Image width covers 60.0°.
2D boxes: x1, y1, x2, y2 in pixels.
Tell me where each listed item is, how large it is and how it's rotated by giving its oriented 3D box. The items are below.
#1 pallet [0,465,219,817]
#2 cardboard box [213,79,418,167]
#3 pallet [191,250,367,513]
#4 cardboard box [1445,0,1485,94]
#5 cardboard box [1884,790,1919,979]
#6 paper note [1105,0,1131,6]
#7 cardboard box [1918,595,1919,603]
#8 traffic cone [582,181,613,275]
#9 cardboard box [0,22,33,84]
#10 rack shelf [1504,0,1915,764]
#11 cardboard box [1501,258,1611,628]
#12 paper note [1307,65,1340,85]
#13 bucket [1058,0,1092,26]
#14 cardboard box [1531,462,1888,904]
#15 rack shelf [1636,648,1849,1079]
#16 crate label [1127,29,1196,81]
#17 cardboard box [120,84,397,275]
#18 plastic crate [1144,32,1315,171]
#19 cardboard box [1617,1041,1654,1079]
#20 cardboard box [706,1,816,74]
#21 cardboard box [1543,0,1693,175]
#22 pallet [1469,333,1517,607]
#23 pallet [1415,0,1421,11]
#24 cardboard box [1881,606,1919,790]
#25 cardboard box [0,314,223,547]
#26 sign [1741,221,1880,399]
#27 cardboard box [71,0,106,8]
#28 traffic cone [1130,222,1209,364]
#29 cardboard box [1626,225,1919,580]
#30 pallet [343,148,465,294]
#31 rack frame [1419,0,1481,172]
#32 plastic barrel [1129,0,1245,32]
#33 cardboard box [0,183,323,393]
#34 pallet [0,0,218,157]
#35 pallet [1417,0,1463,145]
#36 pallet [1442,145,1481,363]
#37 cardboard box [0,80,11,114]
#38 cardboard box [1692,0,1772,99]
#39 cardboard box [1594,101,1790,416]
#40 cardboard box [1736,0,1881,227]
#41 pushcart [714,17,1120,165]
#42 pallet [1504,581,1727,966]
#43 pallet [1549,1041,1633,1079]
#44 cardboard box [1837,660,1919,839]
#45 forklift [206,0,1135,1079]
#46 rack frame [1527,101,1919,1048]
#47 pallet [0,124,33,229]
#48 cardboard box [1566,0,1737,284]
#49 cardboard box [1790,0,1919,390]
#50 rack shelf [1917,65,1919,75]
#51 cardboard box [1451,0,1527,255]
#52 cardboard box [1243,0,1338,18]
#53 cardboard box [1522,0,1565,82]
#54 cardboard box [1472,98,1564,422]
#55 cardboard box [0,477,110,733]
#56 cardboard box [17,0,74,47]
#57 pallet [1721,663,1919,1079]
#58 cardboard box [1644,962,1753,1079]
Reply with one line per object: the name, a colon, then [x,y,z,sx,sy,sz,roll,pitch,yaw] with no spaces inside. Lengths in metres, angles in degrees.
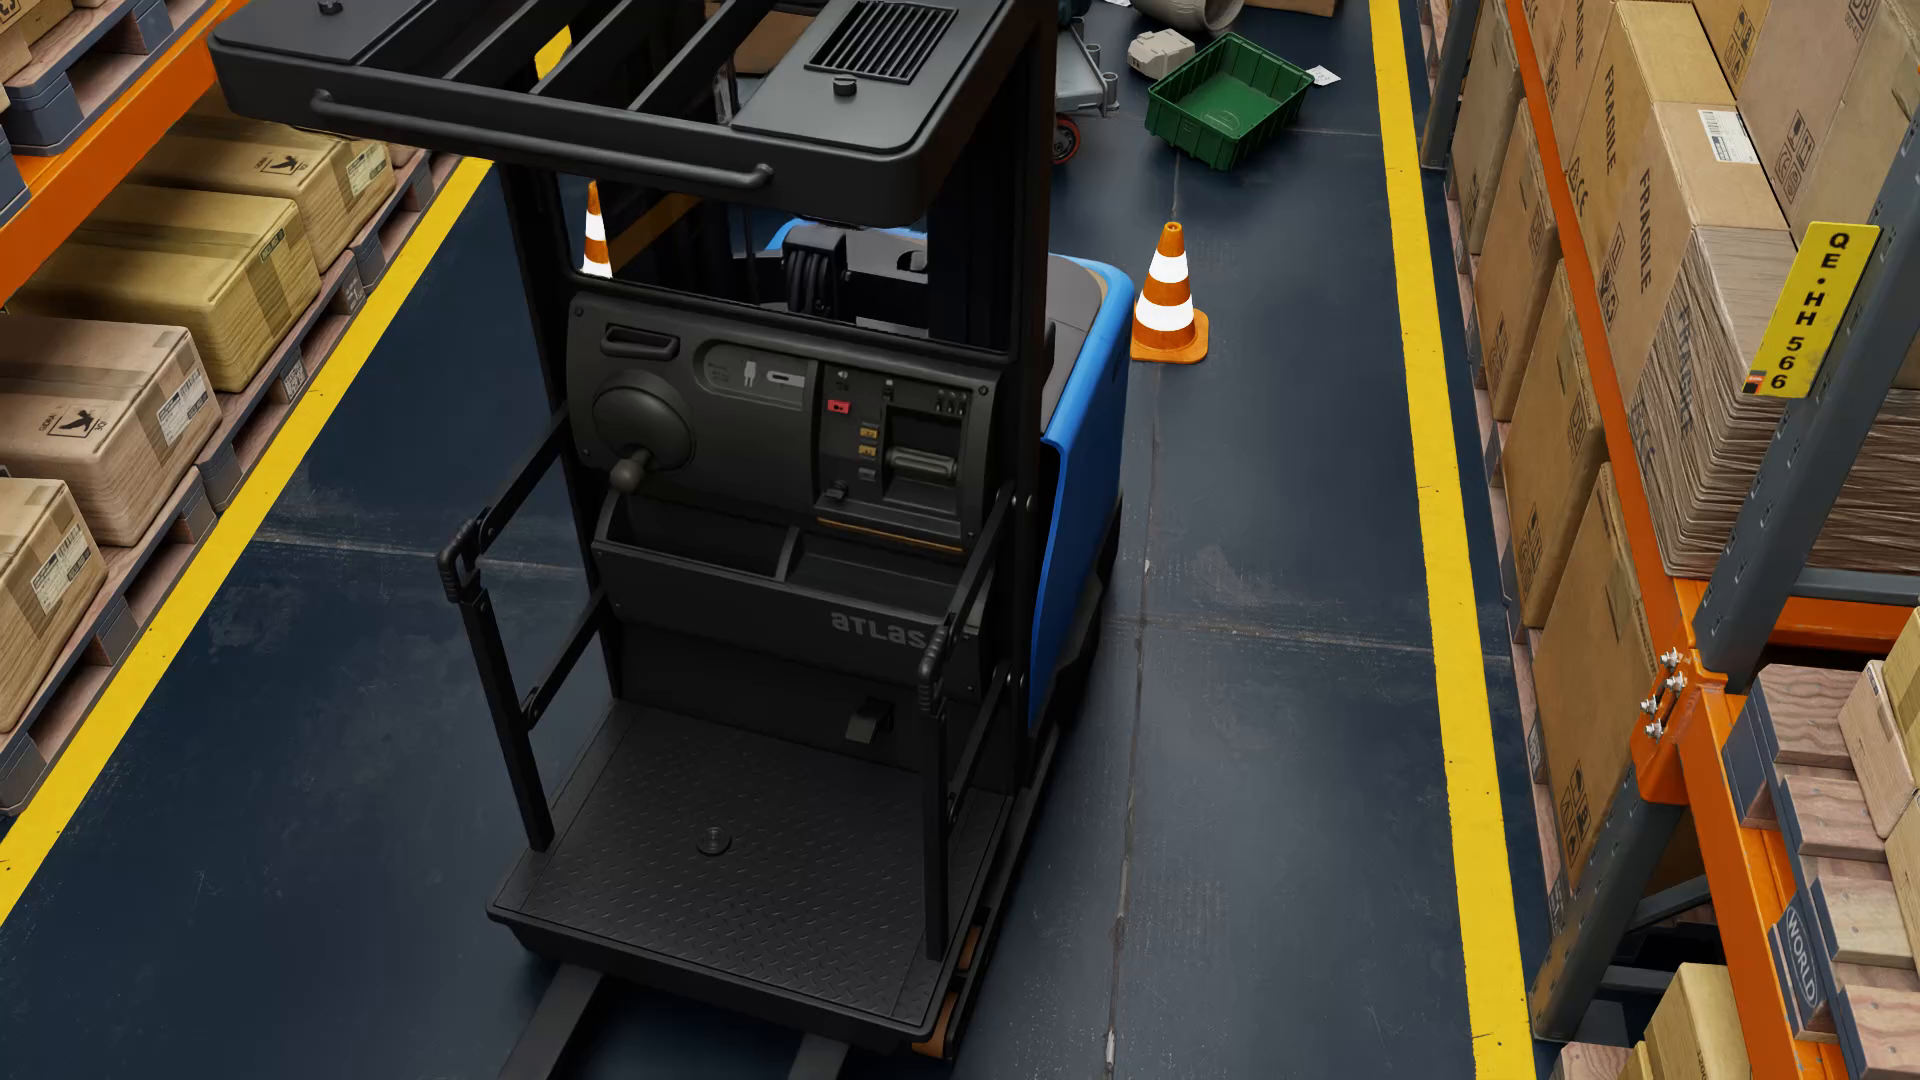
pallet: [-2.939,0.214,4.871,1.003,0.211,1.213,5,44,6]
cardboard box: [-2.582,-1.833,6.610,0.950,0.372,0.625,6,44,6]
pallet: [-2.775,-0.616,5.747,1.003,0.211,1.213,5,44,6]
cardboard box: [2.558,-2.415,6.859,0.875,0.875,0.875,6,44,6]
cardboard box: [1.581,0.523,2.394,0.380,0.149,0.250,7,44,8]
paper note: [0.771,-2.622,8.003,0.172,0.023,0.155,20,47,20]
cardboard box: [1.623,0.138,2.368,0.380,0.149,0.250,5,44,6]
traffic cone: [-1.291,-1.099,6.074,0.336,0.463,0.334,5,44,6]
cardboard box: [-2.652,-1.261,4.278,0.380,0.149,0.250,8,44,8]
rack shelf: [2.141,-0.987,4.634,1.077,0.370,4.000,5,44,6]
cardboard box: [2.158,-0.224,4.636,1.050,0.750,0.750,6,44,6]
paper note: [1.596,-2.074,7.418,0.147,0.020,0.142,-24,48,-23]
bucket: [0.138,-2.277,6.749,0.726,0.611,0.620,20,57,20]
cardboard box: [2.046,0.372,4.006,1.050,0.750,0.750,5,44,5]
rack shelf: [1.612,1.739,1.755,1.077,0.370,4.000,5,44,6]
crate label: [0.905,-2.173,7.446,0.298,0.136,0.250,-24,48,-23]
cardboard box: [-2.673,-1.343,6.093,0.950,0.372,0.625,8,44,8]
plastic crate: [1.130,-1.849,7.024,0.450,0.188,0.662,35,53,18]
cardboard box: [1.530,1.329,3.178,0.500,0.500,0.500,4,44,4]
cardboard box: [-0.746,-2.219,6.679,0.500,0.500,0.500,5,44,6]
cardboard box: [1.867,-1.283,4.351,0.500,0.500,0.500,6,44,6]
pallet: [2.219,-0.232,5.342,1.003,0.211,1.213,5,44,6]
pallet: [2.742,-2.944,8.206,1.003,0.211,1.213,5,44,6]
cardboard box: [1.613,0.256,2.459,0.380,0.149,0.250,7,44,7]
cardboard box: [-2.869,-0.353,5.047,0.950,0.372,0.625,4,44,5]
sign: [1.326,-0.354,2.600,0.100,0.325,0.005,5,44,6]
cardboard box: [-2.555,-1.630,4.667,0.380,0.149,0.250,7,44,7]
traffic cone: [0.731,-0.914,5.878,0.336,0.463,0.334,5,44,6]
cardboard box: [1.670,-0.253,3.263,0.500,0.500,0.500,5,44,6]
pallet: [-2.616,-1.449,6.627,1.003,0.211,1.213,5,44,6]
rack frame: [2.405,-2.612,5.826,1.000,3.000,0.127,5,44,6]
plastic barrel: [1.035,-2.589,7.676,0.421,0.421,0.512,-32,52,-29]
cardboard box: [-2.764,-0.869,5.592,0.950,0.372,0.625,7,44,7]
pallet: [-2.823,-1.550,4.845,1.003,0.211,1.213,5,44,6]
pallet: [2.583,-2.110,7.325,1.003,0.211,1.213,5,44,6]
pallet: [2.378,-1.066,6.223,1.003,0.211,1.213,5,44,6]
cardboard box: [-2.607,-1.090,4.097,0.380,0.149,0.250,5,44,6]
cardboard box: [2.077,-1.285,3.625,0.700,0.500,0.500,5,44,5]
cardboard box: [1.737,-0.593,3.622,0.500,0.500,0.500,5,44,6]
cardboard box: [2.011,-0.935,3.256,0.700,0.500,0.500,5,44,5]
pushcart: [-0.248,-1.867,6.948,1.648,0.377,0.936,-9,44,-9]
pallet: [2.055,0.597,4.466,1.003,0.211,1.213,5,44,6]
pallet: [1.772,1.659,3.344,1.003,0.211,1.213,5,44,6]
cardboard box: [1.617,0.340,2.587,0.380,0.149,0.250,5,44,5]
forklift: [-0.443,-0.153,3.280,1.130,2.935,3.031,12,45,13]
rack frame: [1.876,0.114,2.947,1.000,3.000,0.127,5,44,6]
pallet: [-3.055,-0.692,3.939,1.213,0.211,1.003,5,44,6]
cardboard box: [1.803,-0.934,3.982,0.500,0.500,0.500,5,44,5]
cardboard box: [1.946,-0.590,2.891,0.700,0.500,0.500,5,44,5]
rack shelf: [2.141,-2.077,3.603,1.077,0.370,4.000,5,44,6]
cardboard box: [2.412,-1.516,6.000,1.050,0.750,0.750,5,44,5]
cardboard box: [1.593,-2.856,7.901,0.500,0.500,0.500,12,45,13]
cardboard box: [1.934,-1.629,4.716,0.500,0.500,0.500,5,44,5]
cardboard box: [2.281,-0.859,5.306,1.050,0.750,0.750,5,44,6]
cardboard box: [-2.959,0.151,4.515,0.950,0.372,0.625,3,43,3]
cardboard box: [-2.654,-1.457,4.485,0.380,0.149,0.250,7,44,7]
pallet: [1.888,0.680,2.490,1.213,0.211,1.003,5,44,6]
cardboard box: [1.545,1.045,2.932,0.500,0.250,0.500,3,44,4]
